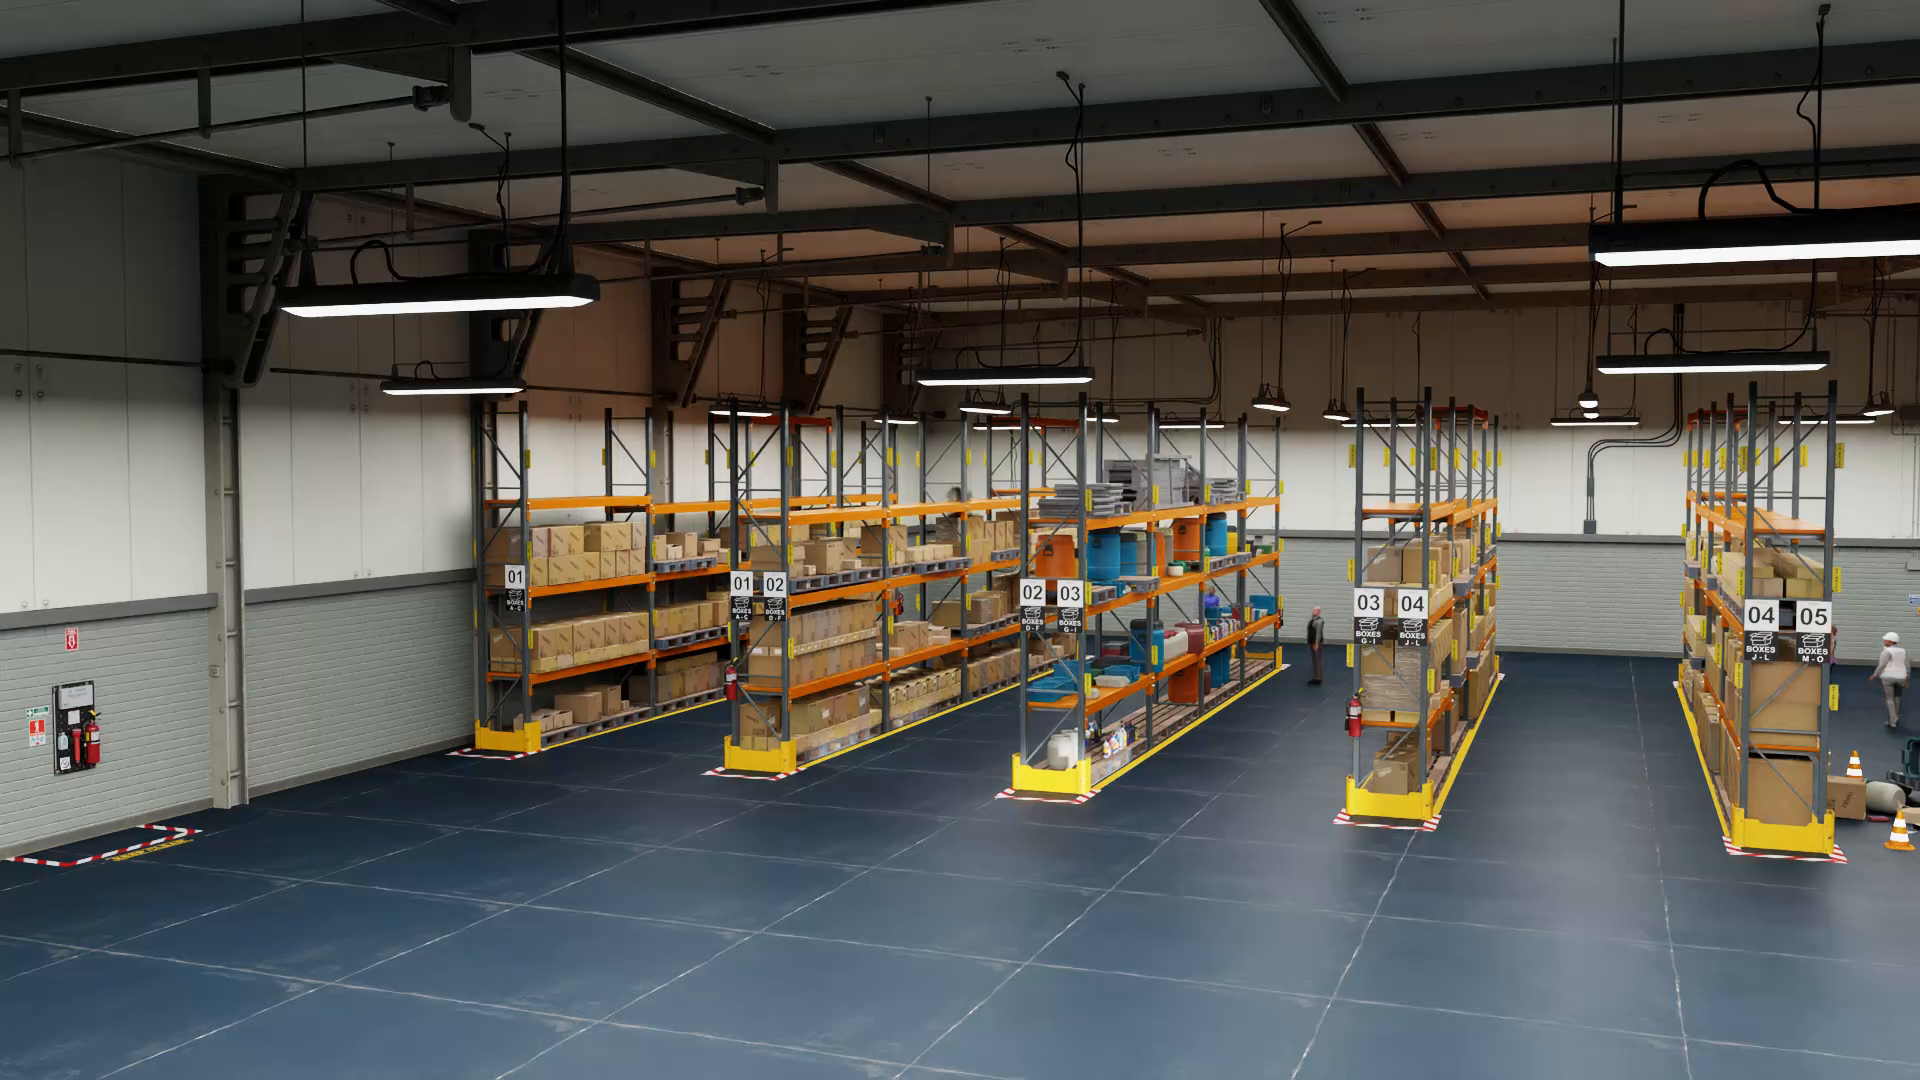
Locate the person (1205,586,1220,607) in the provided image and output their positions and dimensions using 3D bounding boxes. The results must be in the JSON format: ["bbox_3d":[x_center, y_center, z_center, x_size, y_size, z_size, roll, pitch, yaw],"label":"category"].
[{"bbox_3d":[6.687,2.029,44.313,0.510,1.608,0.889,0,3,-2],"label":"person"}]

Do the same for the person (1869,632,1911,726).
[{"bbox_3d":[17.490,2.619,31.220,0.689,1.765,0.830,1,3,15],"label":"person"}]

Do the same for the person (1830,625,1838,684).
[{"bbox_3d":[17.816,2.549,34.176,0.398,1.623,0.486,3,4,42],"label":"person"}]

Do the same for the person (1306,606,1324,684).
[{"bbox_3d":[7.913,2.334,37.087,0.370,1.724,0.567,0,3,10],"label":"person"}]
